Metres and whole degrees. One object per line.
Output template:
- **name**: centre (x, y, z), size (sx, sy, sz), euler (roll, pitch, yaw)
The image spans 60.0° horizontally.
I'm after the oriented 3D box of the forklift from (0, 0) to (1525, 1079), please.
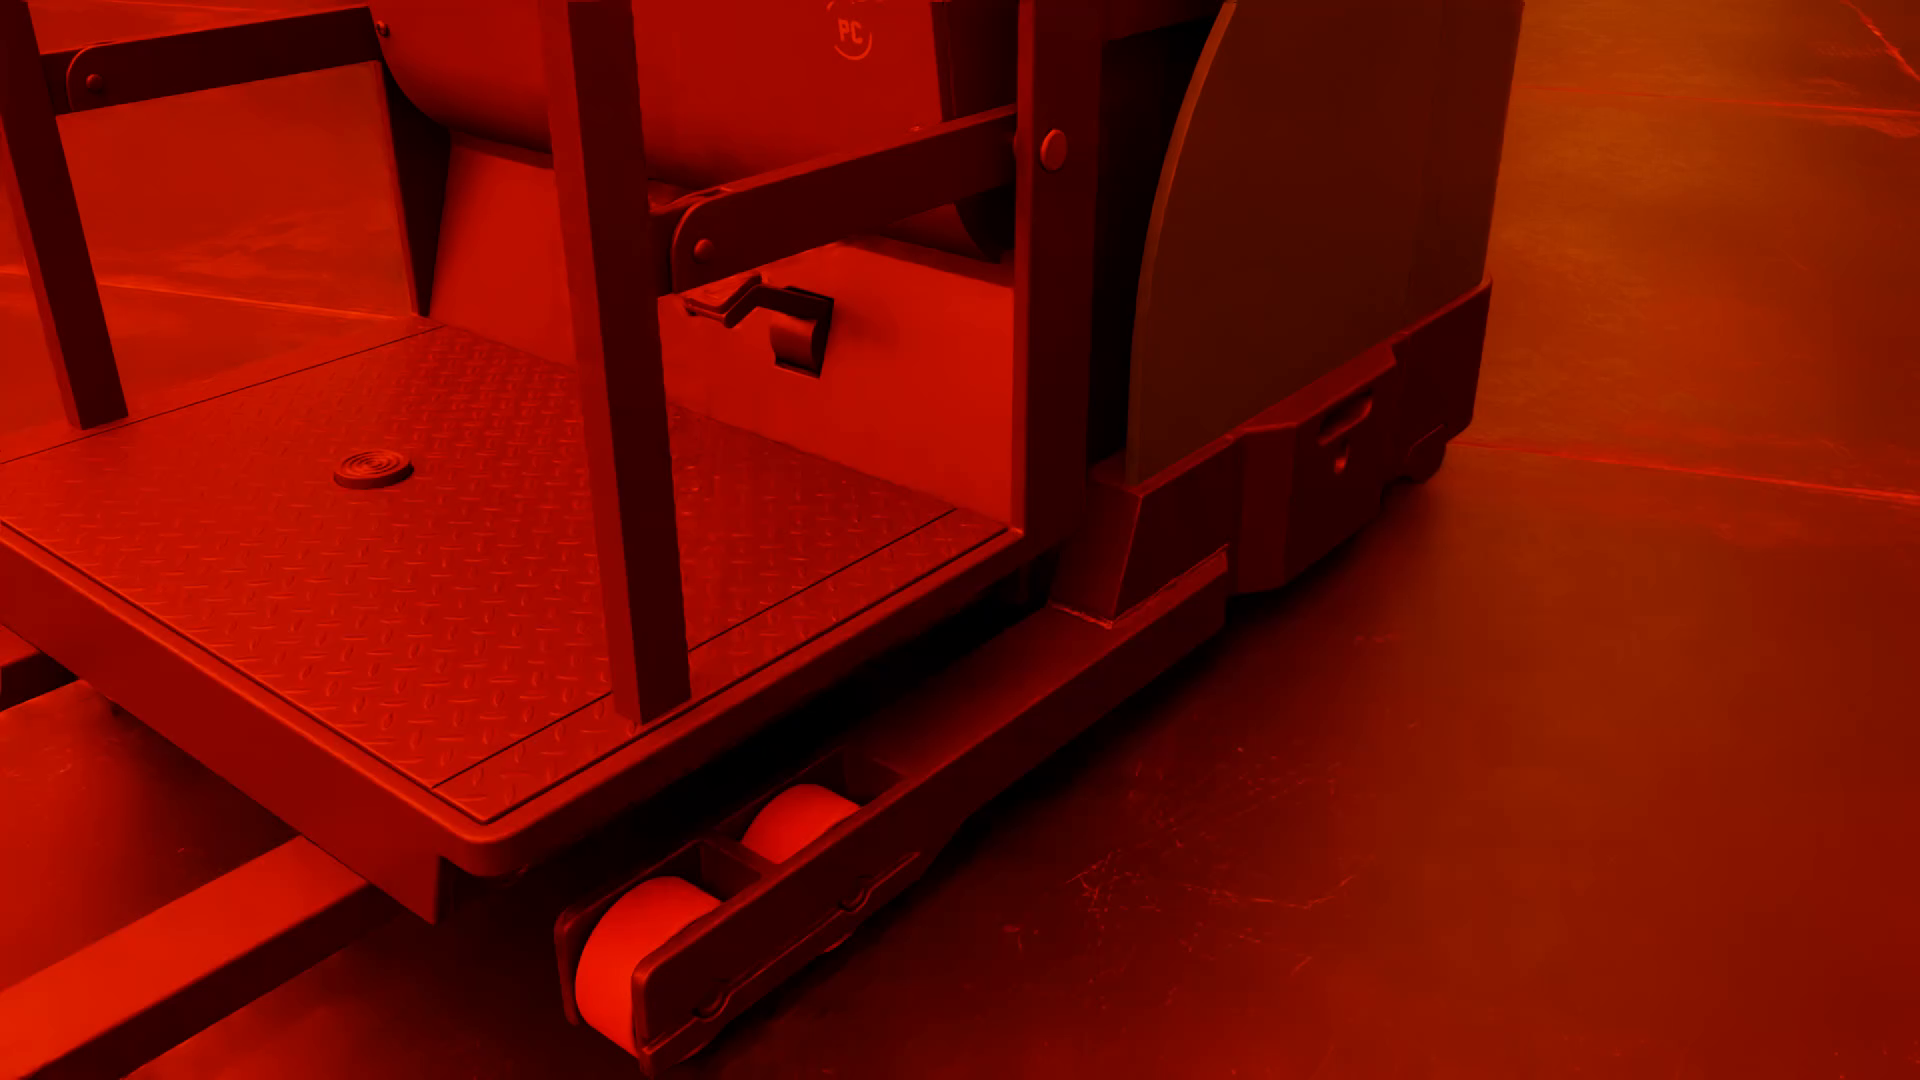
- **forklift**: centre (-0.478, -1.077, 1.387), size (1.130, 2.935, 3.031), euler (20, 33, 34)
